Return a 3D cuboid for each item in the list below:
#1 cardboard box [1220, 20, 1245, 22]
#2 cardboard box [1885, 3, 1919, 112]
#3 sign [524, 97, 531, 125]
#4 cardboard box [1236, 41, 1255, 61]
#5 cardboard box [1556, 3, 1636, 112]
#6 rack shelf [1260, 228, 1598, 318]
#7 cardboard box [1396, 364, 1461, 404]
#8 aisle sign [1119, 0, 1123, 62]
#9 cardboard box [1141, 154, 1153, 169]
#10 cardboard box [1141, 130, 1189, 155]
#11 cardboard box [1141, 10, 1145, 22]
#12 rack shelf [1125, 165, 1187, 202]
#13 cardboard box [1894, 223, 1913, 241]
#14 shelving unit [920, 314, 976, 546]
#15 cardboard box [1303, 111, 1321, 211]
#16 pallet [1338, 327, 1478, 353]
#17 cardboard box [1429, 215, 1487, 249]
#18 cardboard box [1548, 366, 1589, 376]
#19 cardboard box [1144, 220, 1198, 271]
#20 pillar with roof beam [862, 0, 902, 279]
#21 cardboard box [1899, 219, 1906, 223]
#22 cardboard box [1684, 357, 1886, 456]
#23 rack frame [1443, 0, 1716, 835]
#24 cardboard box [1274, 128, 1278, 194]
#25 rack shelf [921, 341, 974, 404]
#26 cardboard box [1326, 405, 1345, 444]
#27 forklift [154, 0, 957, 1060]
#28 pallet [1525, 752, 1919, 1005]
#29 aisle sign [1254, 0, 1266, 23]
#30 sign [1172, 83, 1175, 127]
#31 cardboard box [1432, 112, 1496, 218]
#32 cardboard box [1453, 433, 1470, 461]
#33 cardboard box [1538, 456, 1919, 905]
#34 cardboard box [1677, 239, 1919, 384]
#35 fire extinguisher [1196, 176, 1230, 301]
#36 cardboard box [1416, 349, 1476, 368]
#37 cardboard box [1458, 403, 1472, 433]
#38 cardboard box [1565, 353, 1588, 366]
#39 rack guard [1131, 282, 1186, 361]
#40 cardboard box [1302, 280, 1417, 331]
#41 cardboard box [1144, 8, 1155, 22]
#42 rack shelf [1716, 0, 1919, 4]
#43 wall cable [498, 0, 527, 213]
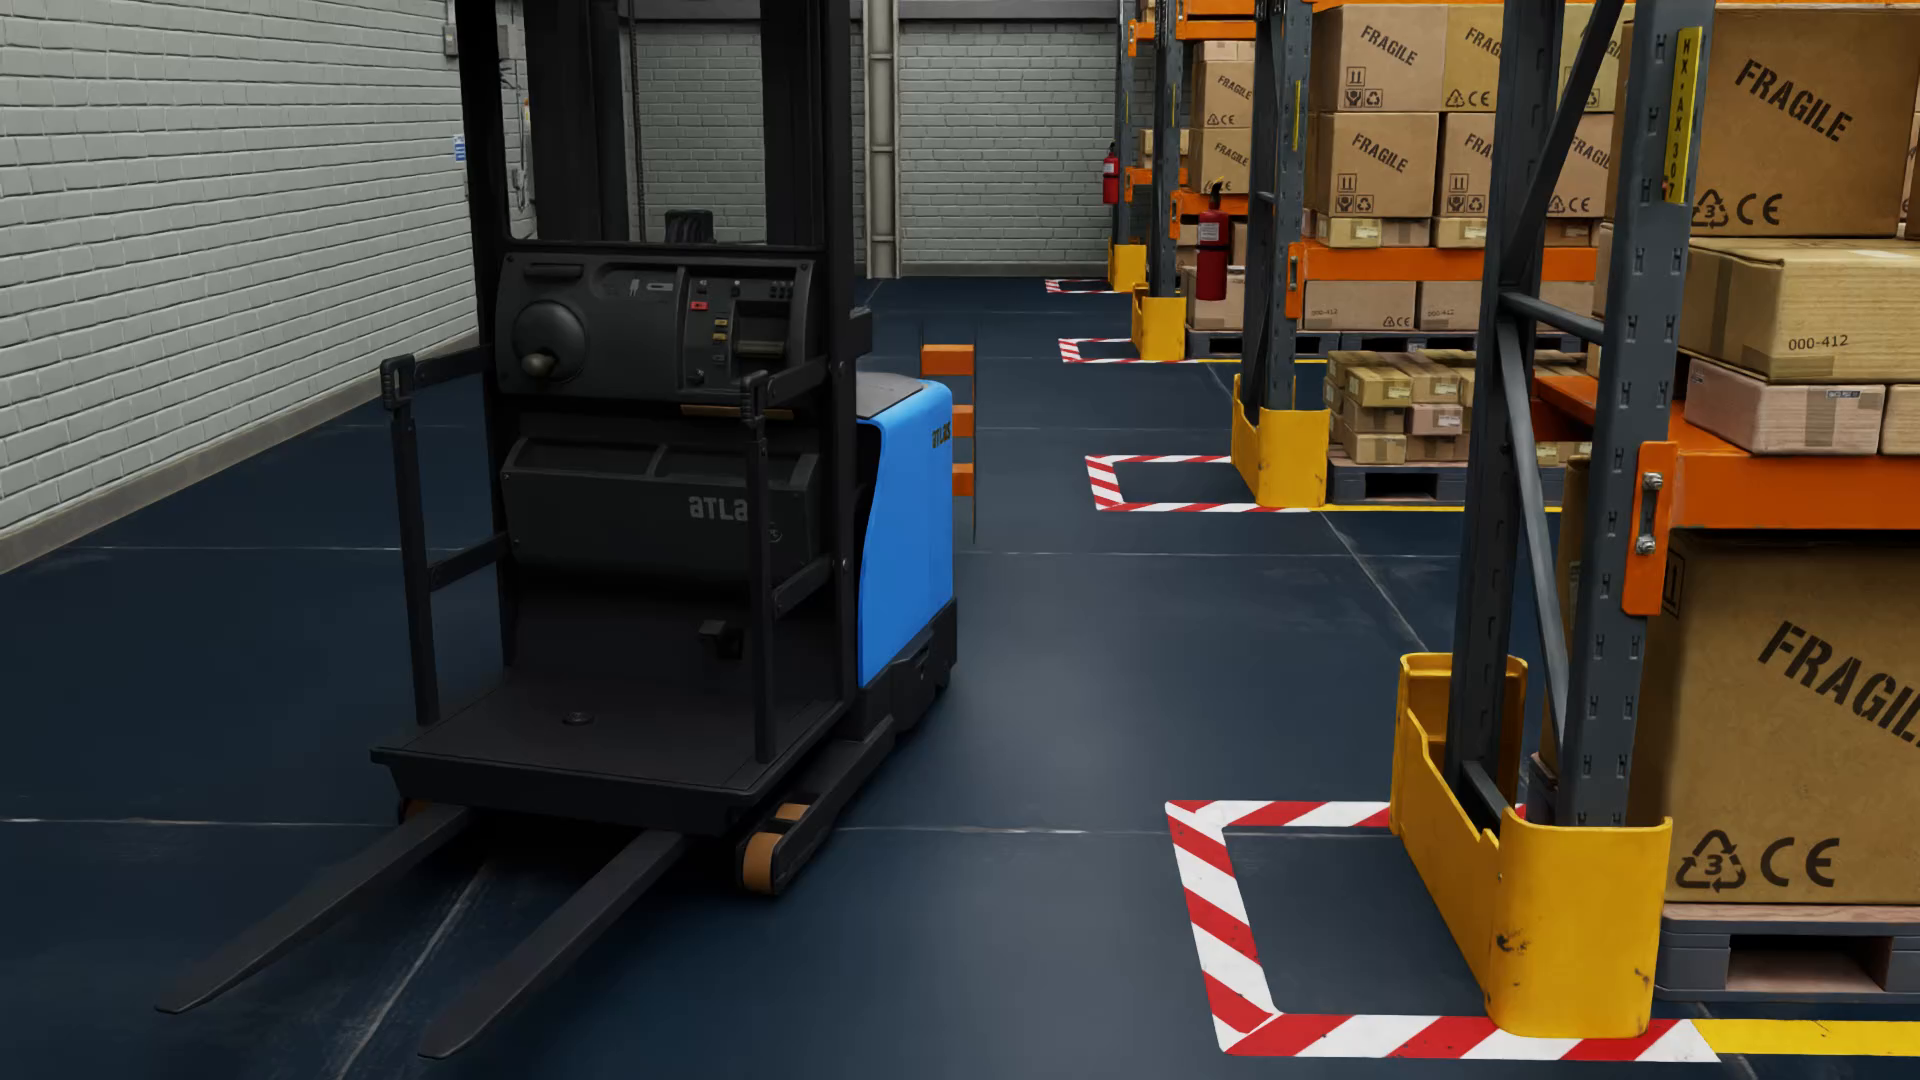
[{"bbox_3d":[2.860,-5.531,17.537,0.250,0.149,0.380,1,15,3],"label":"cardboard box"},{"bbox_3d":[4.638,-2.349,8.125,0.500,0.500,0.500,0,15,0],"label":"cardboard box"},{"bbox_3d":[-3.987,-3.979,15.421,0.001,0.242,0.339,0,15,1],"label":"sign"},{"bbox_3d":[2.271,-3.816,12.995,0.250,0.149,0.380,1,15,3],"label":"cardboard box"},{"bbox_3d":[3.100,-2.358,8.158,0.500,0.500,0.500,0,15,0],"label":"cardboard box"},{"bbox_3d":[3.633,-1.403,8.687,4.000,0.370,1.077,0,15,1],"label":"rack shelf"},{"bbox_3d":[2.427,-0.815,8.647,0.250,0.149,0.380,1,15,2],"label":"cardboard box"},{"bbox_3d":[1.706,-5.475,17.616,0.004,0.787,0.394,0,15,1],"label":"aisle sign"},{"bbox_3d":[2.104,-4.099,17.988,0.250,0.149,0.380,0,15,1],"label":"cardboard box"},{"bbox_3d":[2.229,-4.292,17.939,0.500,0.250,0.500,0,15,2],"label":"cardboard box"},{"bbox_3d":[2.108,-5.678,18.095,0.250,0.149,0.380,1,15,3],"label":"cardboard box"},{"bbox_3d":[3.781,-3.932,18.272,4.000,0.370,1.077,0,15,1],"label":"rack shelf"},{"bbox_3d":[2.404,-0.632,4.065,0.500,0.250,0.500,0,15,0],"label":"cardboard box"},{"bbox_3d":[-0.053,-0.508,7.707,0.252,1.050,0.215,0,15,1],"label":"shelving unit"},{"bbox_3d":[2.089,-2.018,8.831,0.500,0.500,0.500,1,15,3],"label":"cardboard box"},{"bbox_3d":[3.677,-1.684,13.810,1.213,0.211,1.003,0,15,1],"label":"pallet"},{"bbox_3d":[2.472,-1.550,8.327,0.250,0.149,0.380,0,15,0],"label":"cardboard box"},{"bbox_3d":[3.203,-0.796,8.575,0.250,0.149,0.380,1,15,4],"label":"cardboard box"},{"bbox_3d":[2.391,-3.260,18.388,0.637,0.503,0.797,0,15,-1],"label":"cardboard box"},{"bbox_3d":[-1.000,-6.343,14.241,0.400,9.000,9.100,0,15,1],"label":"pillar with roof beam"},{"bbox_3d":[4.559,-1.568,8.397,0.250,0.149,0.380,0,15,0],"label":"cardboard box"},{"bbox_3d":[1.752,-0.291,3.557,0.250,0.149,0.380,1,15,2],"label":"cardboard box"},{"bbox_3d":[1.406,-0.499,3.853,0.127,3.000,1.000,0,15,1],"label":"rack frame"},{"bbox_3d":[2.638,-3.002,13.144,0.500,0.500,0.500,0,15,1],"label":"cardboard box"},{"bbox_3d":[-0.053,-0.772,7.638,0.240,0.259,0.215,0,15,1],"label":"rack shelf"},{"bbox_3d":[2.165,-0.638,9.143,0.250,0.149,0.380,1,15,2],"label":"cardboard box"},{"bbox_3d":[-0.903,-0.601,4.374,1.130,2.935,3.031,4,15,15],"label":"forklift"},{"bbox_3d":[2.207,0.834,4.264,1.213,0.211,1.003,0,15,1],"label":"pallet"},{"bbox_3d":[1.568,-3.098,8.605,0.004,0.787,0.394,0,15,1],"label":"aisle sign"},{"bbox_3d":[1.639,-3.342,12.775,0.005,0.325,0.100,0,15,1],"label":"sign"},{"bbox_3d":[2.611,-1.885,8.327,0.500,0.500,0.500,0,15,2],"label":"cardboard box"},{"bbox_3d":[2.661,-0.522,8.705,0.250,0.149,0.380,1,15,2],"label":"cardboard box"},{"bbox_3d":[2.048,0.309,4.132,0.875,0.875,0.875,0,15,1],"label":"cardboard box"},{"bbox_3d":[1.879,-0.499,3.561,0.500,0.250,0.500,0,15,0],"label":"cardboard box"},{"bbox_3d":[1.394,-1.665,9.154,0.183,0.674,0.296,0,15,1],"label":"fire extinguisher"},{"bbox_3d":[2.681,-0.951,9.165,0.250,0.149,0.380,0,15,0],"label":"cardboard box"},{"bbox_3d":[2.670,-0.668,8.674,0.250,0.149,0.380,1,15,2],"label":"cardboard box"},{"bbox_3d":[3.469,-0.916,9.031,0.250,0.149,0.380,0,15,0],"label":"cardboard box"},{"bbox_3d":[1.635,-1.818,13.751,0.348,0.500,1.175,0,15,1],"label":"rack guard"},{"bbox_3d":[3.236,-2.008,13.771,0.875,0.438,0.875,1,15,3],"label":"cardboard box"},{"bbox_3d":[2.095,-5.560,17.646,0.250,0.149,0.380,1,15,3],"label":"cardboard box"},{"bbox_3d":[7.657,-4.090,12.993,4.000,0.370,1.077,0,15,1],"label":"rack shelf"},{"bbox_3d":[-3.954,-3.910,14.790,0.122,1.984,0.588,0,15,1],"label":"wall cable"}]
